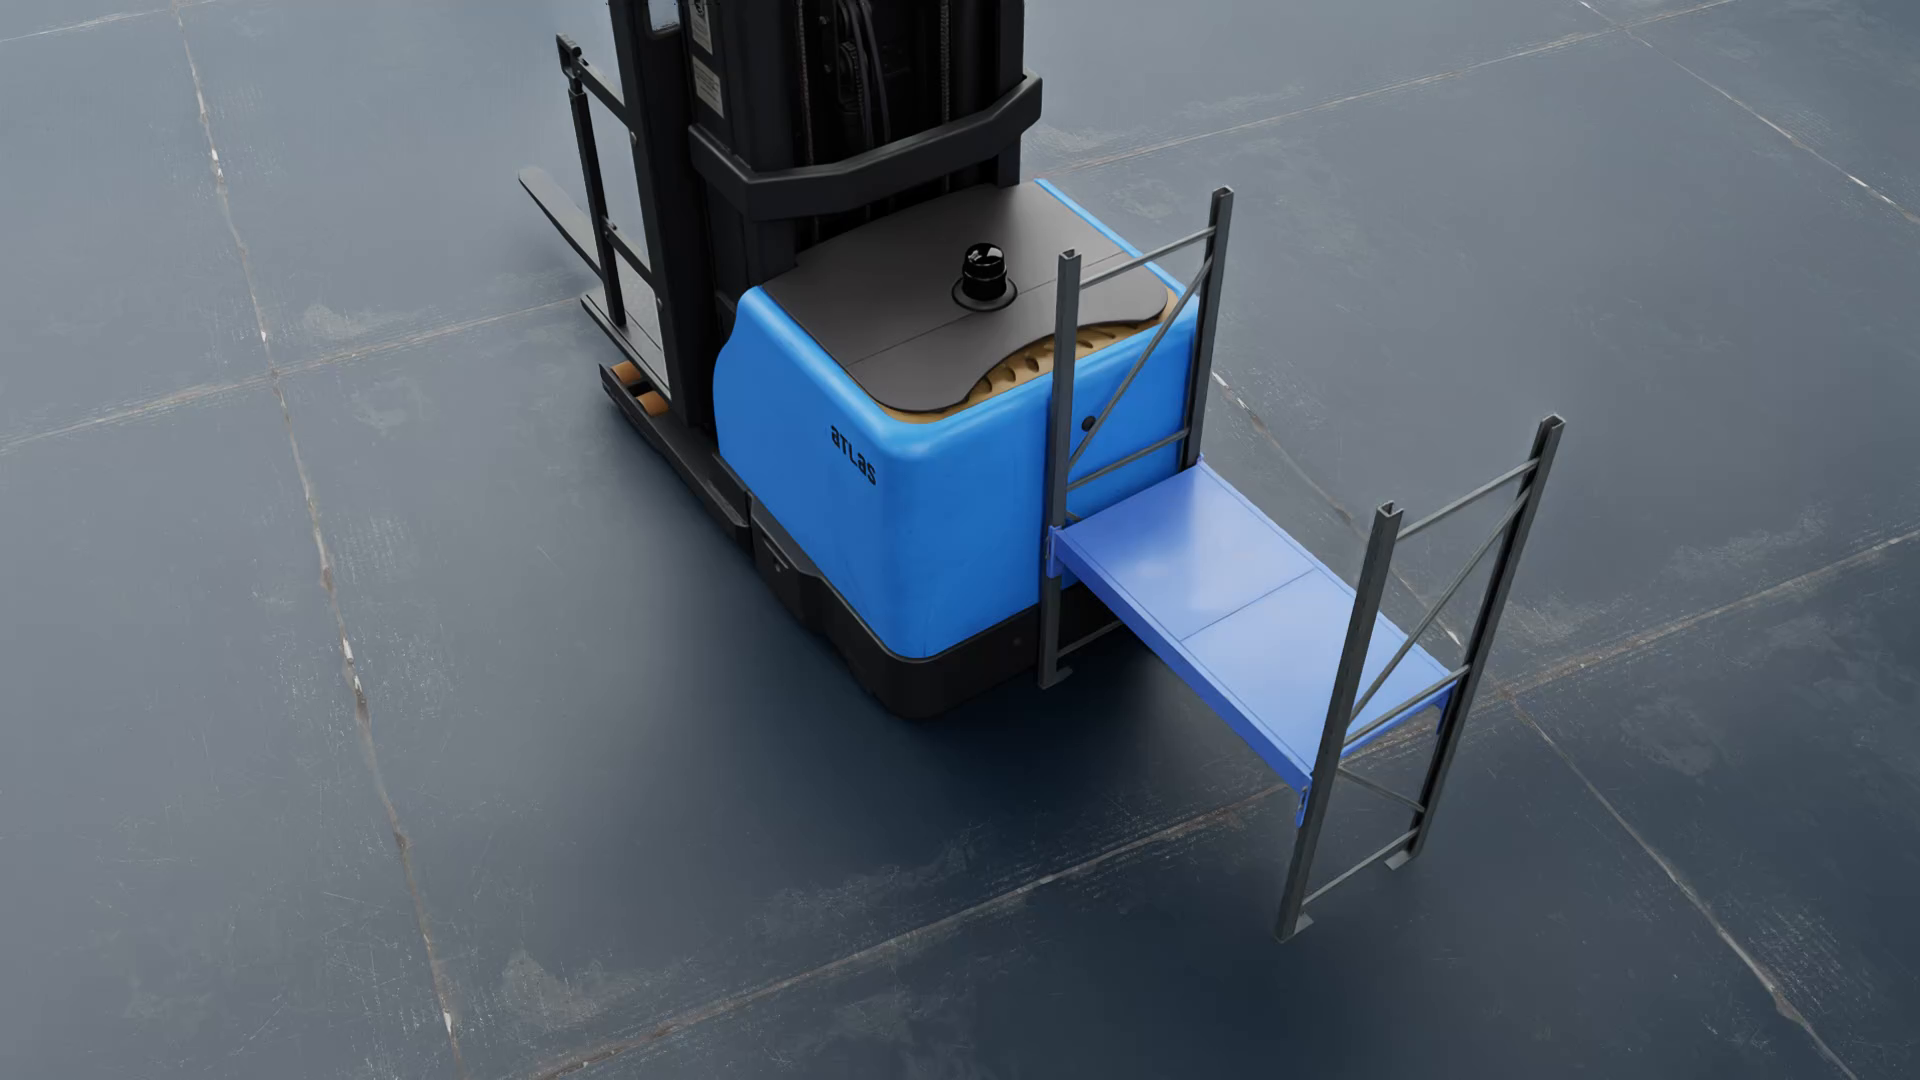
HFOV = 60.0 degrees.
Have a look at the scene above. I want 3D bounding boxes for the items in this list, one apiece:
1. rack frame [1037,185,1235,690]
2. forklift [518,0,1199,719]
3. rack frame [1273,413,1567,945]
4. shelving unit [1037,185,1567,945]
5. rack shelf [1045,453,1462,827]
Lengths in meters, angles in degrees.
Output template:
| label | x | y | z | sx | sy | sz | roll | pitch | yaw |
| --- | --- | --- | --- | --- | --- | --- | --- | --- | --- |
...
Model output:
| label | x | y | z | sx | sy | sz | roll | pitch | yaw |
| --- | --- | --- | --- | --- | --- | --- | --- | --- | --- |
| rack frame | 0.439 | -0.207 | 4.392 | 0.500 | 1.500 | 0.032 | -26 | 50 | -24 |
| forklift | -0.565 | -1.549 | 4.733 | 1.130 | 2.935 | 3.031 | -26 | 50 | -24 |
| rack frame | 1.011 | 0.384 | 3.793 | 0.500 | 1.500 | 0.032 | -26 | 50 | -24 |
| shelving unit | 0.725 | 0.089 | 4.092 | 0.538 | 1.500 | 1.048 | -26 | 50 | -24 |
| rack shelf | 0.725 | 0.217 | 4.219 | 0.538 | 0.185 | 1.000 | -26 | 50 | -24 |
